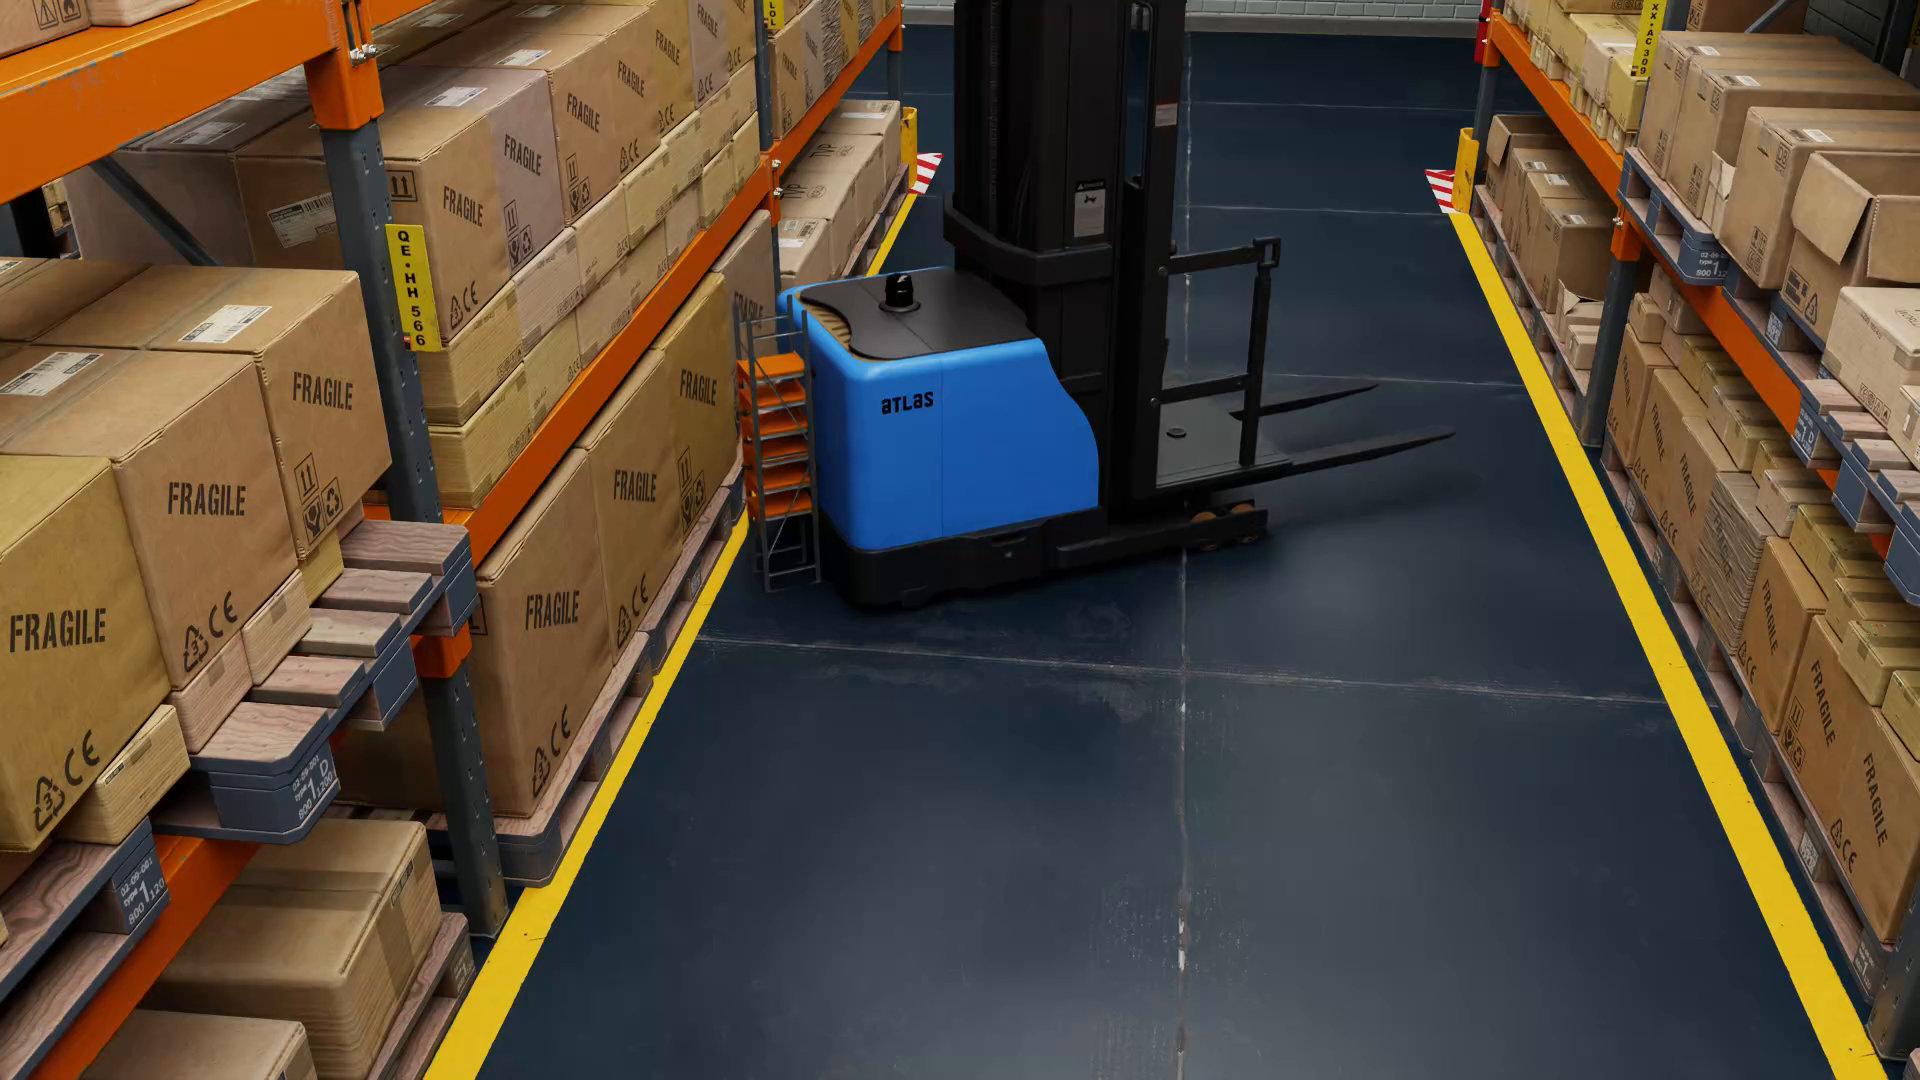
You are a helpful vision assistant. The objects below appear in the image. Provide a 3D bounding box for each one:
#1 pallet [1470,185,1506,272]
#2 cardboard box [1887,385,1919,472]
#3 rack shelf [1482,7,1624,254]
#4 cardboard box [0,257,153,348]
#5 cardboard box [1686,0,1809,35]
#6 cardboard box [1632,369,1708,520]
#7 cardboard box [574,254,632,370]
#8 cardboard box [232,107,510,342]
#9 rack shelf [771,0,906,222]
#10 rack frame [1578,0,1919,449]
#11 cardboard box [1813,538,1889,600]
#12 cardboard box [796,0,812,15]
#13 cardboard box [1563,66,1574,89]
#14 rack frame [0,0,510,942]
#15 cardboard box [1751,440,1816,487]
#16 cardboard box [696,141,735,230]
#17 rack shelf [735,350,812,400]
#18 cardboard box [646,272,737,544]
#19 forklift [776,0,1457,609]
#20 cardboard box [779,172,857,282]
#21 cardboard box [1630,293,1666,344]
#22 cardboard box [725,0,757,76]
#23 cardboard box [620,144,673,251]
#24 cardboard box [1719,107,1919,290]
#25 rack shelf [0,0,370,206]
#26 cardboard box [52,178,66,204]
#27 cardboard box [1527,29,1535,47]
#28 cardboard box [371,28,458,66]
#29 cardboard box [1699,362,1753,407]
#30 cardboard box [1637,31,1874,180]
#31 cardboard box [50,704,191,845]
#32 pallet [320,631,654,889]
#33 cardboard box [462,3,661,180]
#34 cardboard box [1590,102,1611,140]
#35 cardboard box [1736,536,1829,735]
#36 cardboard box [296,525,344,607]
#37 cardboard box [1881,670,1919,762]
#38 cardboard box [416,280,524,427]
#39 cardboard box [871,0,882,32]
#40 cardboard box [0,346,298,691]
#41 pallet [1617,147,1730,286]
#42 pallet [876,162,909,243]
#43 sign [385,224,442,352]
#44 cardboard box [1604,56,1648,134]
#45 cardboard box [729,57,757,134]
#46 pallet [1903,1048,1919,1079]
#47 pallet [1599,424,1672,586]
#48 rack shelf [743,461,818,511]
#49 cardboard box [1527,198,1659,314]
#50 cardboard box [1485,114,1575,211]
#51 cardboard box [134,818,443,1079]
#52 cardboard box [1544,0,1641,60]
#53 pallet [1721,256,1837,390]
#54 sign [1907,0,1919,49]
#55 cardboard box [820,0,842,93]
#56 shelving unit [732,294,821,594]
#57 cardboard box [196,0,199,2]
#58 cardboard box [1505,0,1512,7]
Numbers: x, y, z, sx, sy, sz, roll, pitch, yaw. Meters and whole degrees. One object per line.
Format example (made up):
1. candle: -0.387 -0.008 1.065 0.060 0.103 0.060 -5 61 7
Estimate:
1. pallet: 3.913 -2.010 10.759 1.003 0.211 1.213 3 28 6
2. cardboard box: 2.738 -0.289 4.446 0.380 0.149 0.250 4 29 7
3. rack shelf: 3.774 -2.391 9.284 1.077 0.370 4.000 3 28 6
4. cardboard box: -2.173 -0.332 3.841 0.500 0.500 0.500 3 28 5
5. cardboard box: 3.975 -2.847 8.426 0.500 0.500 0.500 3 28 5
6. cardboard box: 3.191 -0.385 6.995 0.500 0.500 0.500 3 28 6
7. cardboard box: -1.463 -0.809 5.748 0.500 0.250 0.500 4 29 8
8. cardboard box: -1.585 -0.872 4.547 0.500 0.500 0.500 2 28 5
9. rack shelf: -1.153 -2.678 9.816 1.077 0.370 4.000 3 28 6
10. rack frame: 3.529 -1.766 7.366 1.000 3.000 0.127 3 28 6
11. cardboard box: 3.004 0.126 5.362 0.380 0.149 0.250 4 29 8
12. cardboard box: -1.031 -2.985 8.468 0.500 0.500 0.500 3 28 6
13. cardboard box: 3.524 -2.546 9.078 0.380 0.149 0.250 3 28 6
14. rack frame: -1.888 -0.170 4.403 1.000 3.000 0.127 3 28 6
15. cardboard box: 3.119 -0.236 6.034 0.380 0.149 0.250 3 29 6
16. cardboard box: -1.266 -1.522 7.070 0.500 0.250 0.500 3 28 5
17. rack shelf: -0.731 -0.647 6.519 0.258 0.103 0.180 -12 30 -20
18. cardboard box: -1.498 -0.580 6.962 0.875 0.875 0.875 4 29 8
19. forklift: 0.785 -1.461 6.871 3.031 2.935 1.130 -11 30 -20
20. cardboard box: -1.105 -1.821 9.726 0.875 0.438 0.875 3 28 5
21. cardboard box: 3.221 -0.983 7.421 0.380 0.149 0.250 5 29 9
22. cardboard box: -1.204 -2.312 7.220 0.500 0.500 0.500 4 29 8
23. cardboard box: -1.368 -1.264 6.064 0.500 0.250 0.500 4 29 7
24. cardboard box: 3.088 -1.167 5.706 0.700 0.500 0.500 3 28 6
25. rack shelf: -2.133 -0.233 2.115 1.077 0.370 4.000 3 28 6
26. cardboard box: -5.783 -2.232 10.479 0.380 0.149 0.250 4 29 7
27. cardboard box: 3.632 -3.036 9.988 0.380 0.149 0.250 4 29 8
28. cardboard box: -1.962 -1.388 5.505 0.500 0.500 0.500 3 28 6
29. cardboard box: 3.223 -0.597 6.704 0.380 0.149 0.250 3 28 5
30. cardboard box: 3.247 -1.781 6.844 0.700 0.500 0.500 4 29 7
31. cardboard box: -1.701 0.424 3.123 0.380 0.149 0.250 4 29 7
32. pallet: -1.717 0.691 5.745 1.003 0.211 1.213 3 28 6
33. cardboard box: -1.390 -1.586 5.872 0.500 0.500 0.500 4 29 7
34. cardboard box: 3.335 -2.068 8.191 0.380 0.149 0.250 4 29 8
35. cardboard box: 3.010 0.339 5.651 0.500 0.500 0.500 5 29 8
36. cardboard box: -1.656 0.054 3.809 0.380 0.149 0.250 4 29 7
37. cardboard box: 2.848 0.499 4.669 0.380 0.149 0.250 2 28 4
38. cardboard box: -1.581 -0.548 4.736 0.500 0.250 0.500 3 28 6
39. cardboard box: -0.781 -3.502 10.483 0.500 0.500 0.500 3 28 5
40. cardboard box: -1.720 -0.056 3.329 0.500 0.500 0.500 3 28 5
41. pallet: 3.323 -1.312 6.725 1.003 0.211 1.213 3 28 6
42. pallet: -0.928 -2.327 11.347 1.003 0.211 1.213 3 28 6
43. sign: -1.348 -0.618 4.097 0.100 0.325 0.005 3 28 6
44. cardboard box: 3.349 -2.085 7.802 0.500 0.250 0.500 4 29 7
45. cardboard box: -1.211 -1.985 7.404 0.500 0.250 0.500 3 28 6
46. pallet: 2.899 1.729 3.817 1.003 0.211 1.213 3 28 6
47. pallet: 3.467 -0.154 7.313 1.003 0.211 1.213 3 28 6
48. rack shelf: -0.728 -0.225 6.747 0.258 0.103 0.180 -12 30 -20
49. cardboard box: 3.579 -1.562 9.180 0.700 0.500 0.500 2 28 4
50. cardboard box: 3.850 -2.453 10.829 0.797 0.503 0.637 2 28 4
51. cardboard box: -1.967 1.067 4.434 0.950 0.372 0.625 1 28 3
52. cardboard box: 3.534 -2.798 9.126 0.500 0.250 0.500 3 28 5
53. pallet: 3.272 -0.715 5.616 1.003 0.211 1.213 3 28 6
54. sign: 4.080 -2.246 7.035 0.100 0.325 0.005 3 28 6
55. cardboard box: -0.948 -2.773 9.129 0.500 0.500 0.500 4 29 7
56. shelving unit: -0.729 -0.370 6.669 0.258 1.200 0.189 -12 30 -20
57. cardboard box: -1.718 -1.220 3.454 0.380 0.149 0.250 3 28 6
58. cardboard box: 3.696 -3.516 10.459 0.500 0.250 0.500 4 29 6
